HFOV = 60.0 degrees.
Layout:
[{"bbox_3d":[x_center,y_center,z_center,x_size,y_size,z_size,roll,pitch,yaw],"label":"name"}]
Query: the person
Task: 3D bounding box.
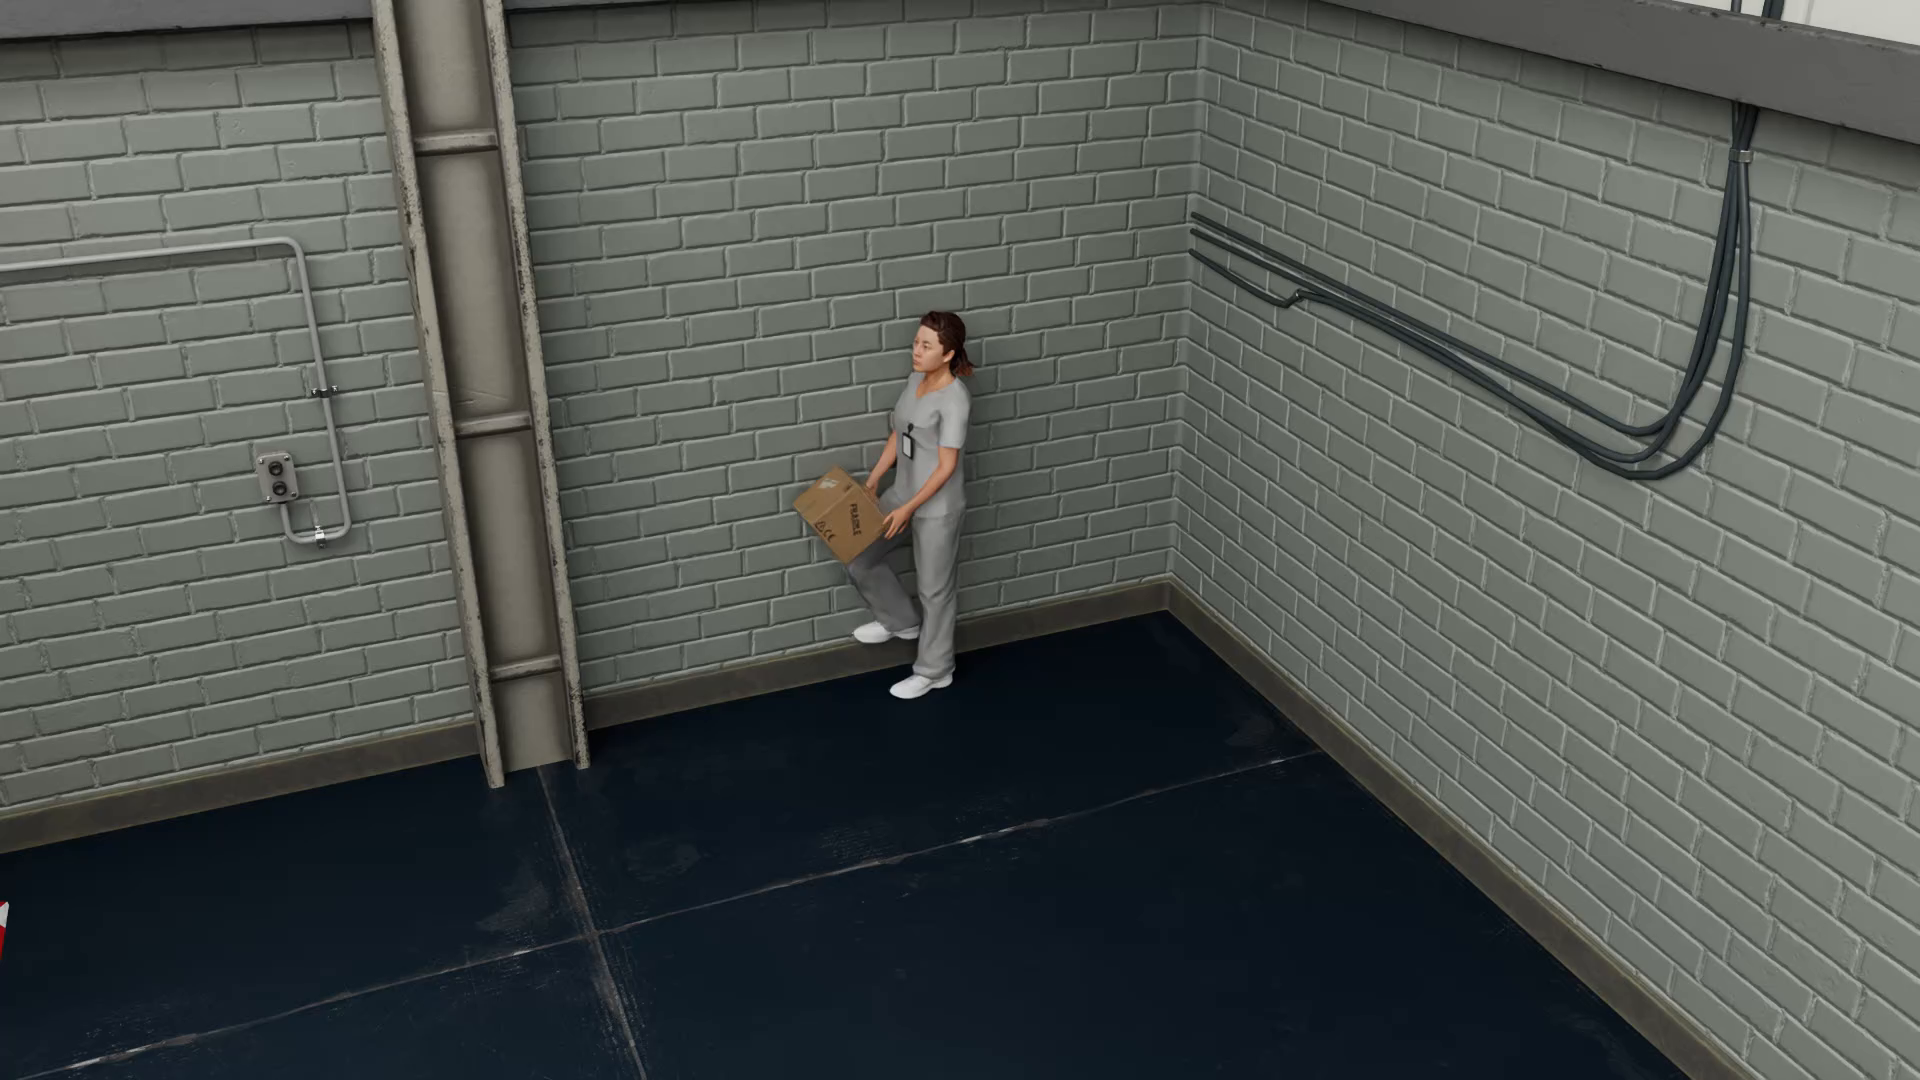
[{"bbox_3d":[-0.187,-0.128,6.869,0.518,1.670,0.485,-13,29,-24],"label":"person"}]
